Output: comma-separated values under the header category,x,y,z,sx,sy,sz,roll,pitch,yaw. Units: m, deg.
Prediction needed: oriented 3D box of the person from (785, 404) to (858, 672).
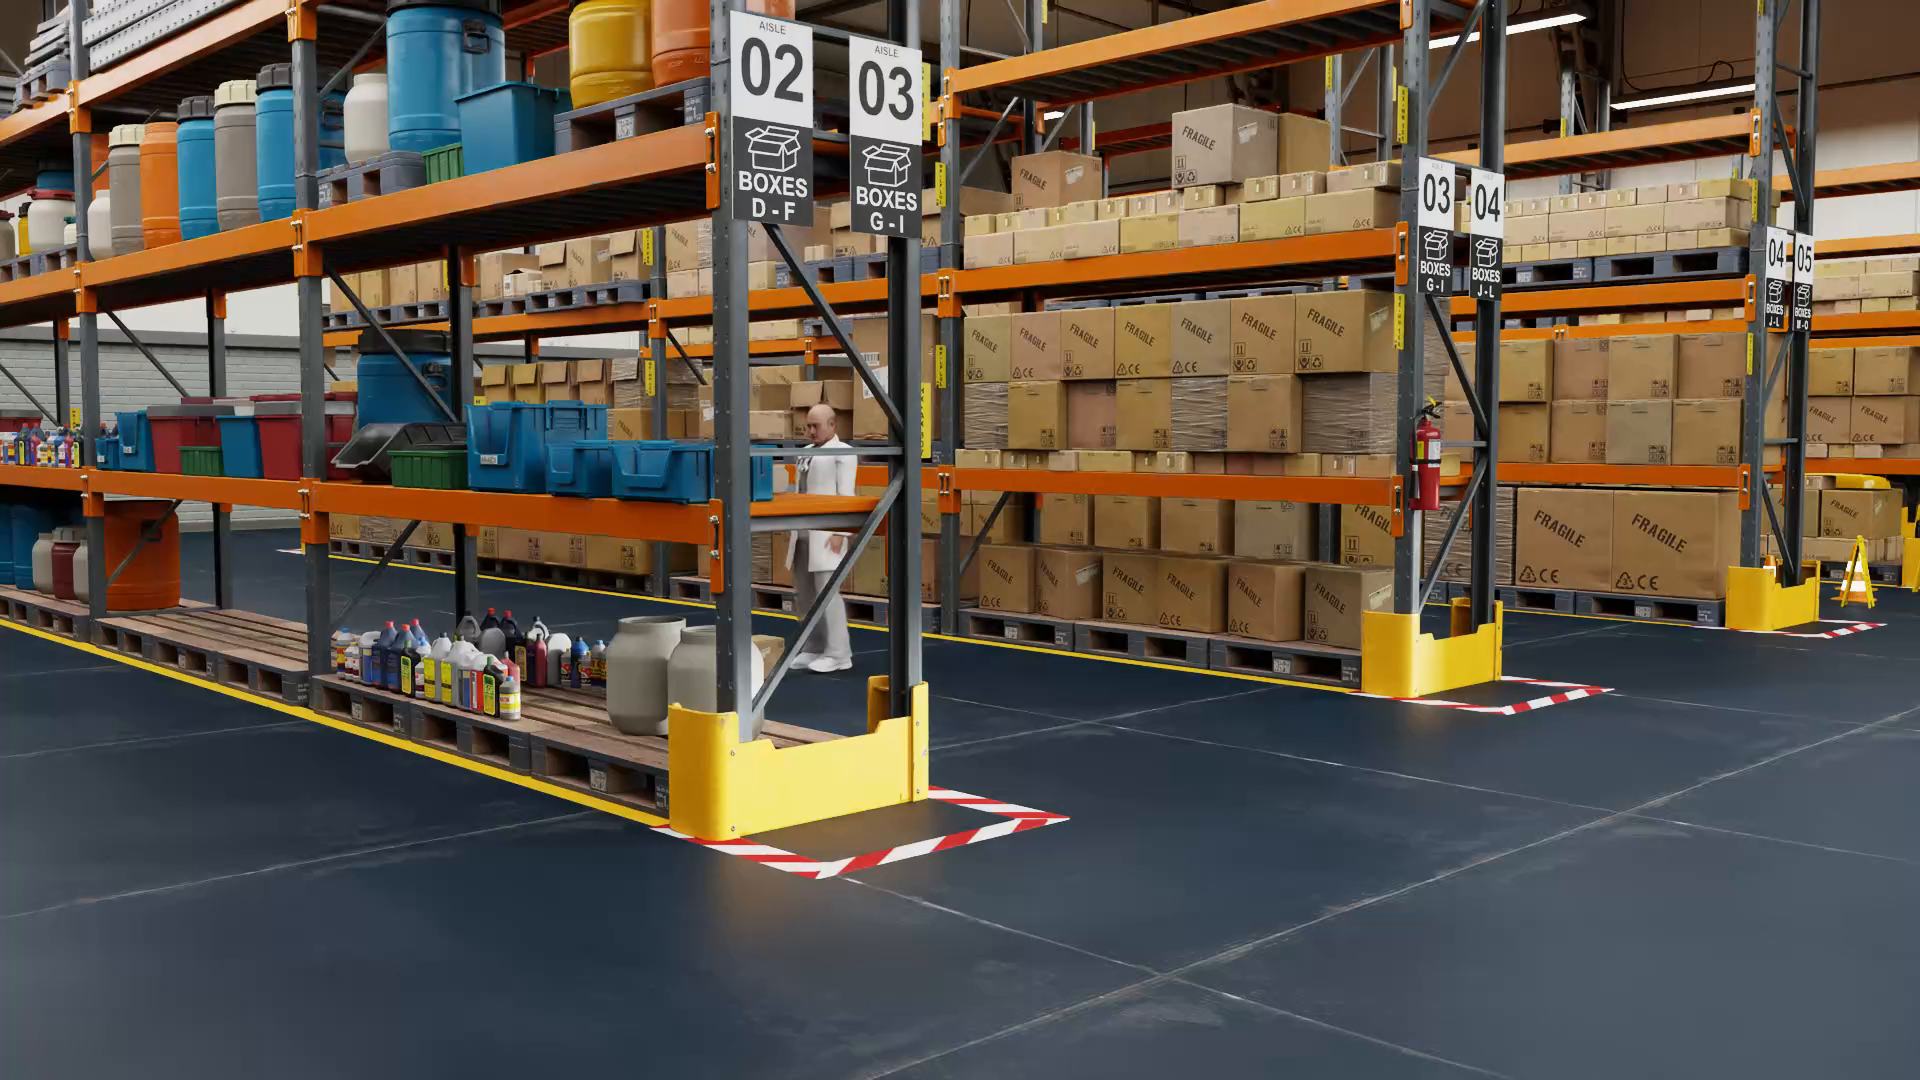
category,x,y,z,sx,sy,sz,roll,pitch,yaw
person,-0.930,-0.015,11.066,0.381,1.774,0.563,-4,5,-43
